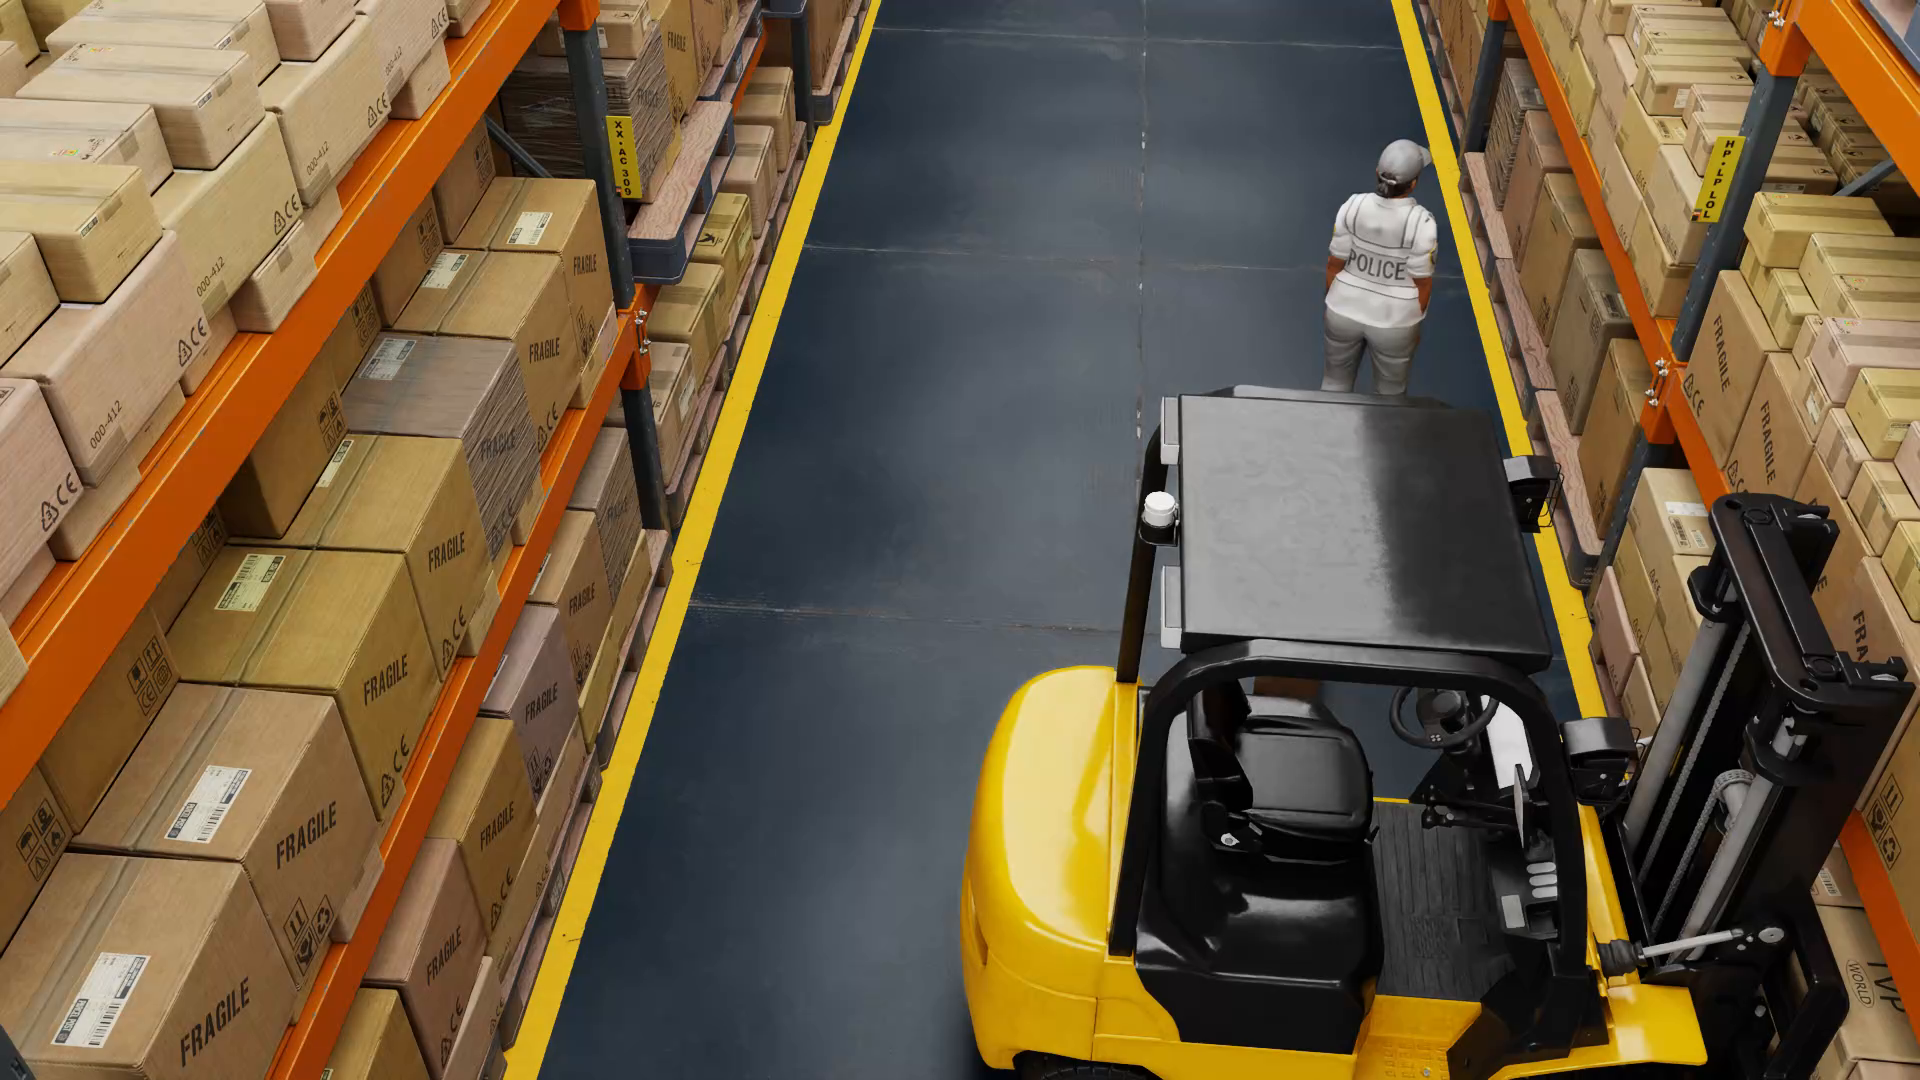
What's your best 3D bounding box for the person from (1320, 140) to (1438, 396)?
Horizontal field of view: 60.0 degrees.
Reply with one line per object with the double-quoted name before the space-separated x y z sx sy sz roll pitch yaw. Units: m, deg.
"person" 1.836 -0.987 7.320 0.488 1.668 0.395 20 44 22
